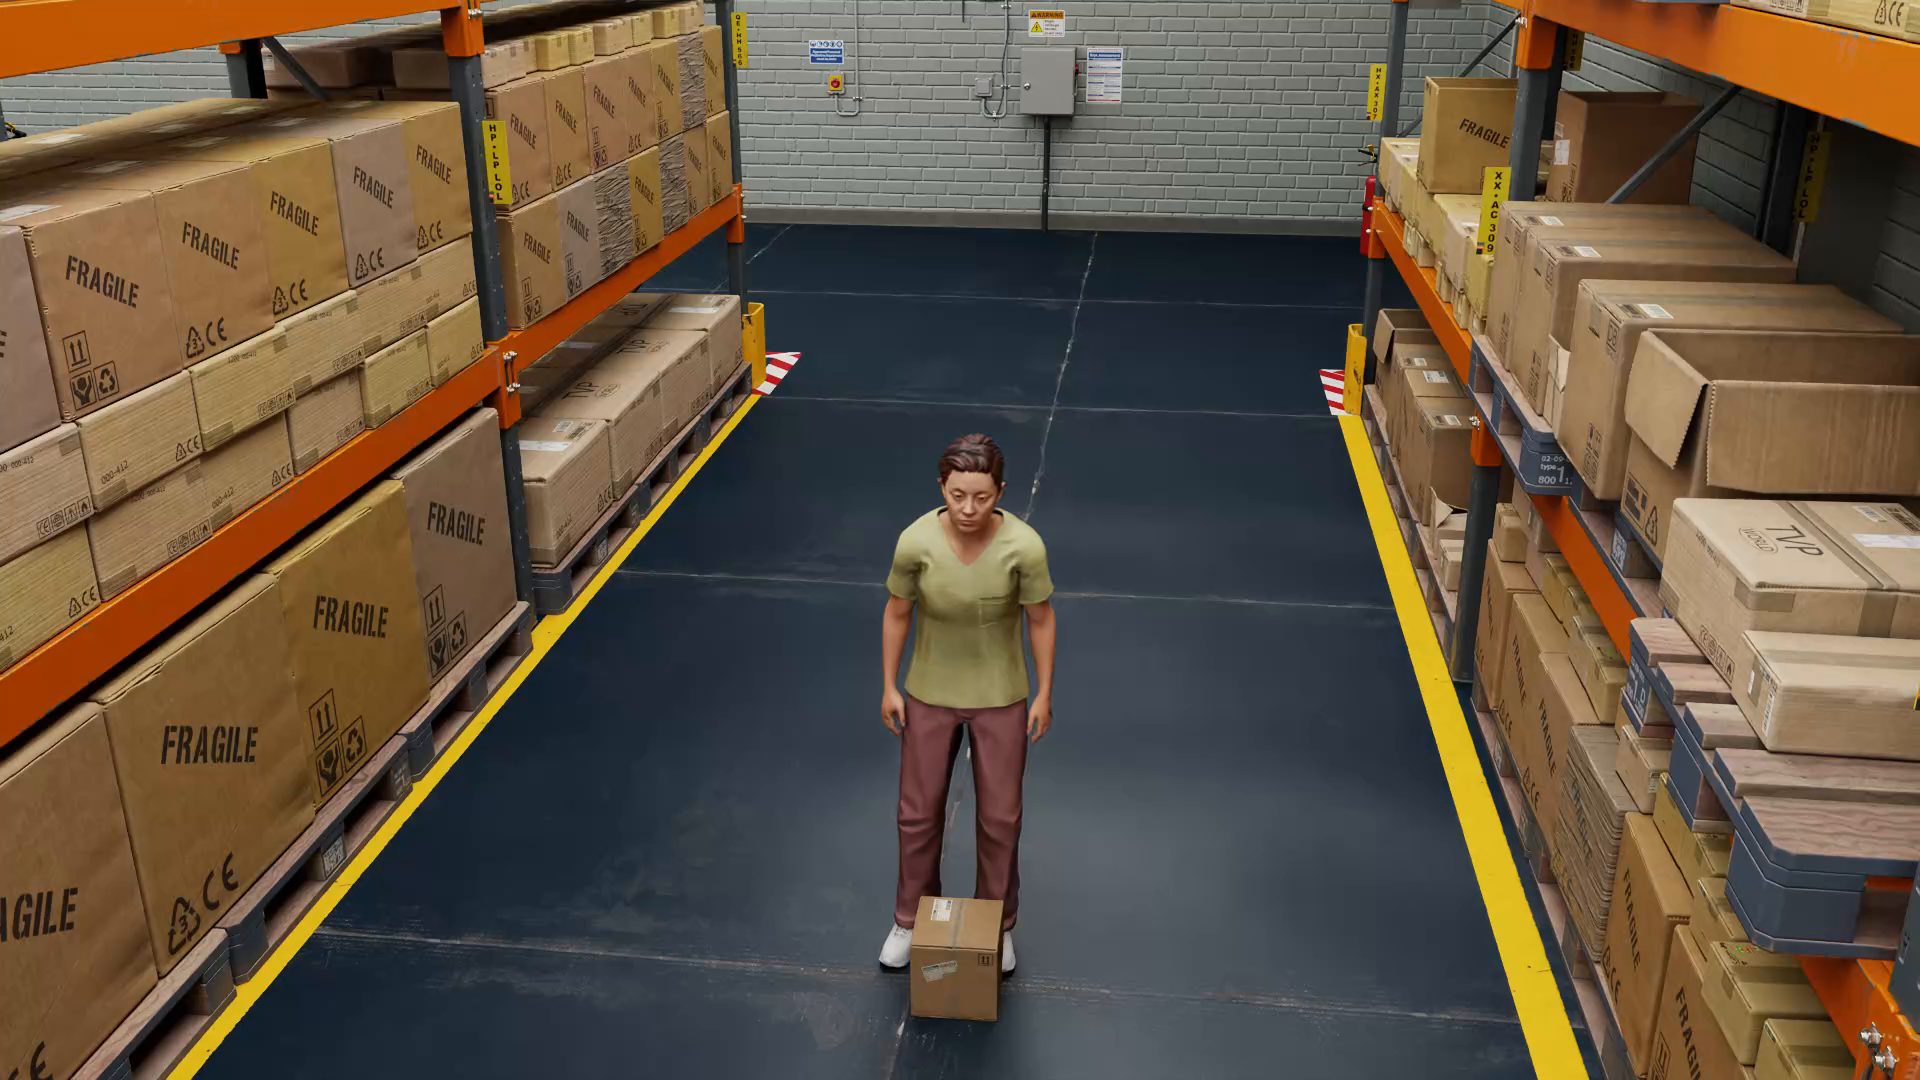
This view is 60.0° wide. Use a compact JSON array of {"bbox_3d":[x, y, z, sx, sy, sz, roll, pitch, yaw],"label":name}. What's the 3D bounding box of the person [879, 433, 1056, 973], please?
[{"bbox_3d":[0.020,0.476,4.861,0.510,1.673,0.351,2,21,5],"label":"person"}]
